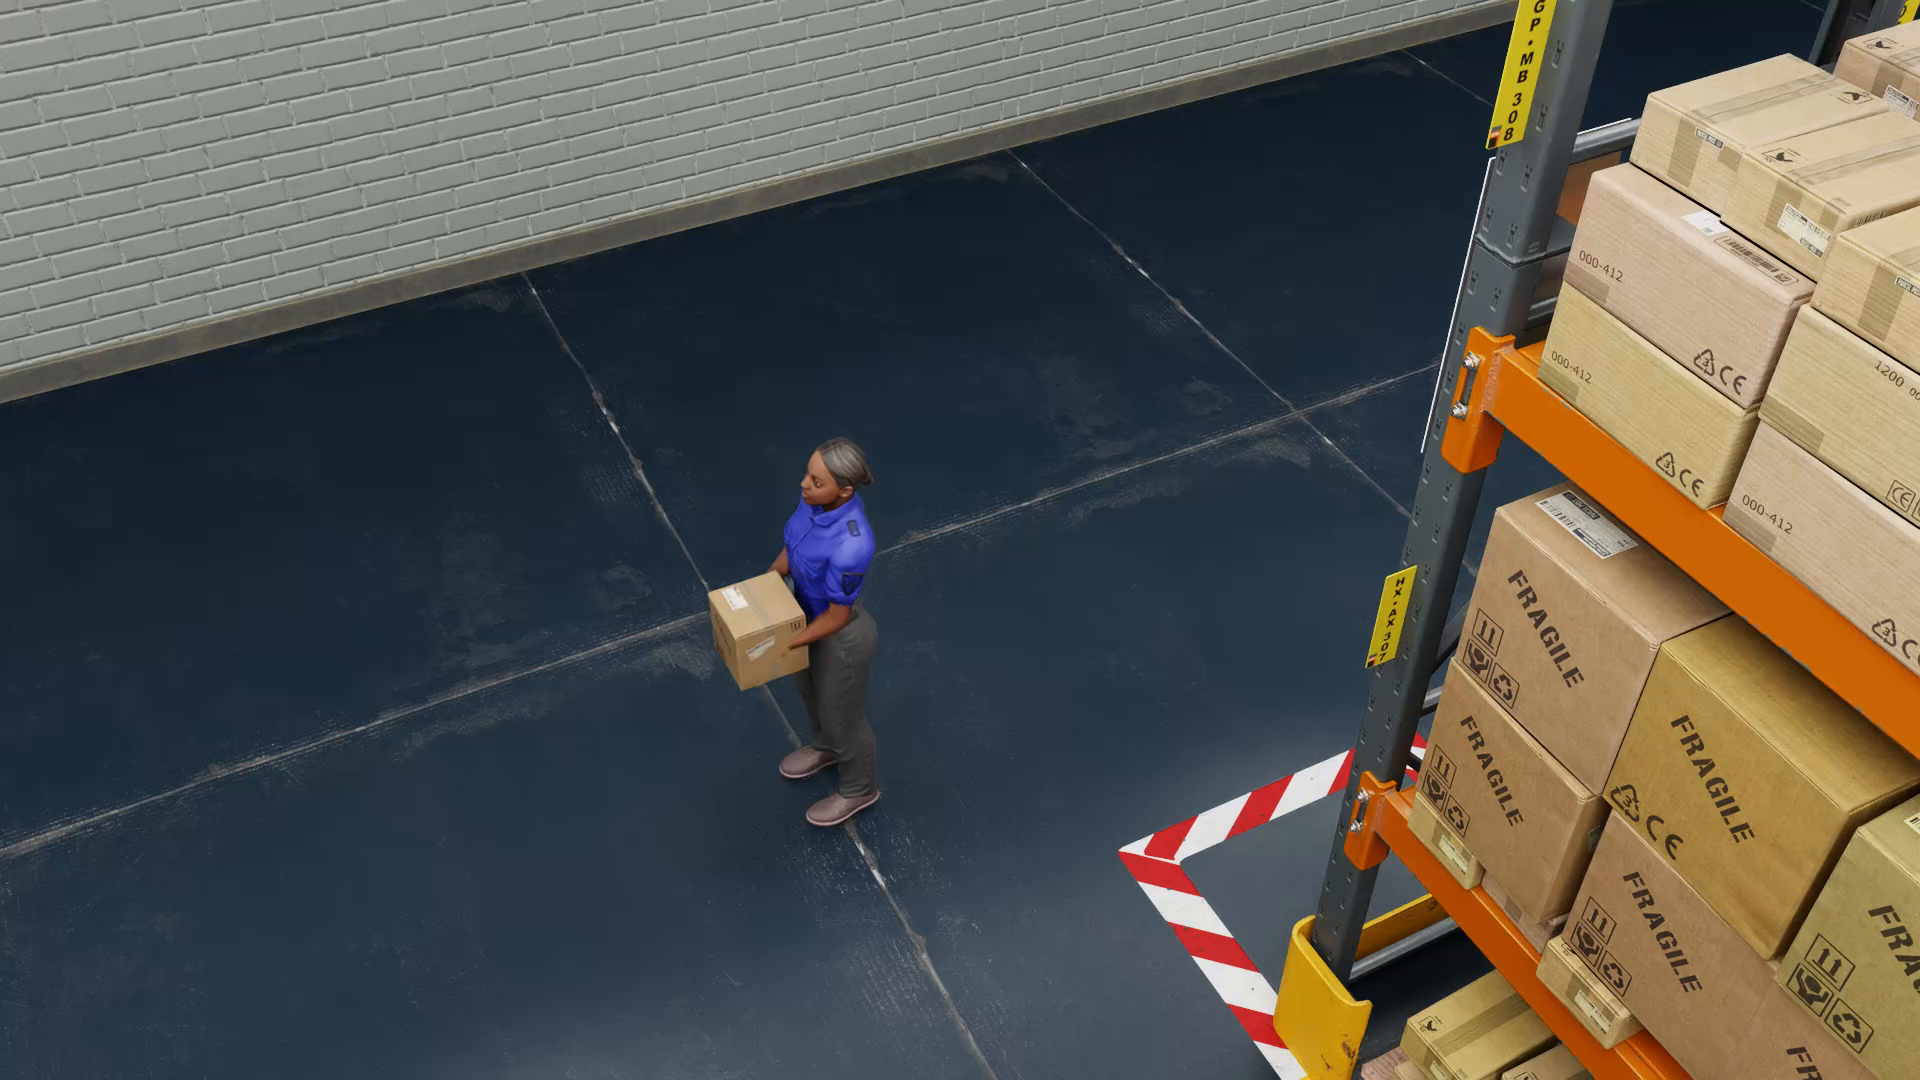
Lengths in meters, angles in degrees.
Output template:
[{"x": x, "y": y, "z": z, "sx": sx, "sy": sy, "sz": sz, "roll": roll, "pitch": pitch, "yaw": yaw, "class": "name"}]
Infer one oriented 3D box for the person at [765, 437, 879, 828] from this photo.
[{"x": -0.521, "y": 0.335, "z": 5.784, "sx": 0.507, "sy": 1.655, "sz": 0.456, "roll": -14, "pitch": 43, "yaw": -15, "class": "person"}]
